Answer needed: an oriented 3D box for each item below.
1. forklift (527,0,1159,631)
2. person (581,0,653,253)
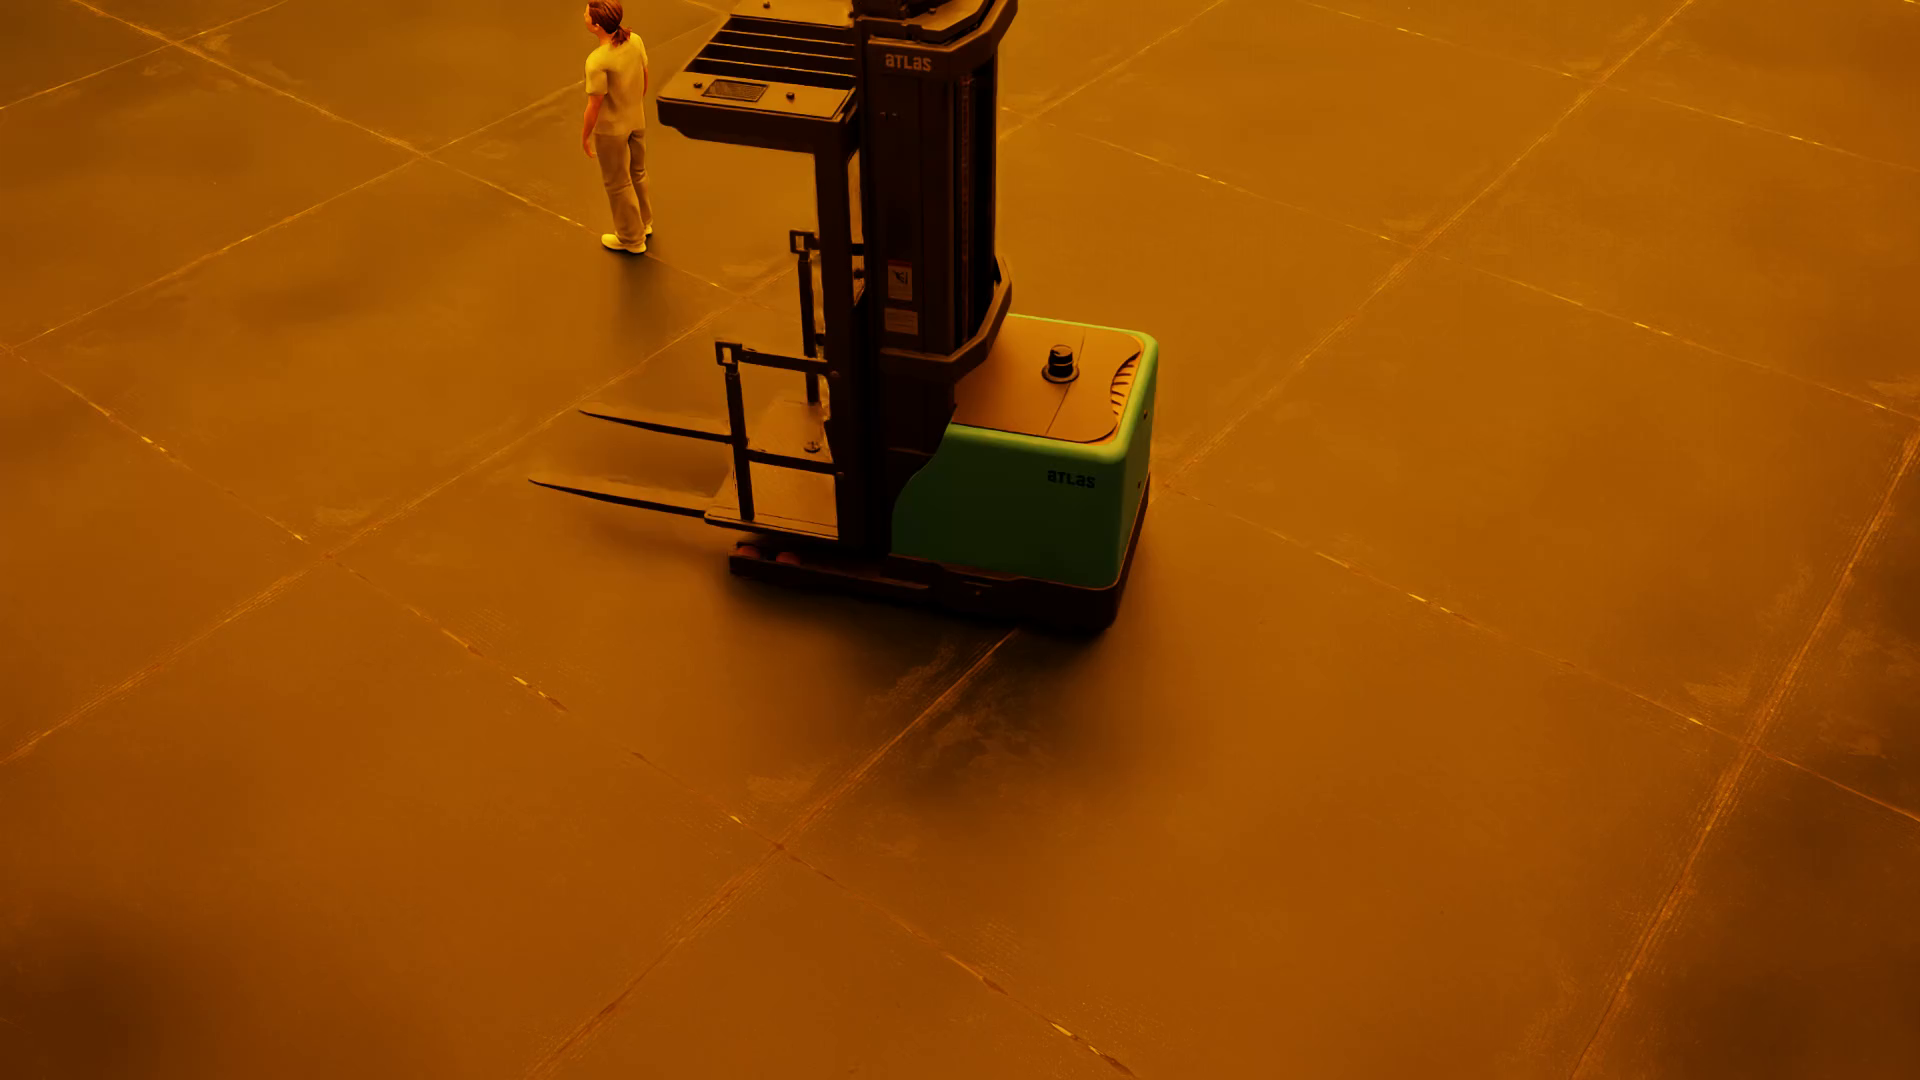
[{"bbox_3d":[-0.627,-1.213,7.496,3.031,2.935,1.130,10,41,11],"label":"forklift"},{"bbox_3d":[-2.093,-2.492,9.954,0.549,1.674,0.548,22,45,24],"label":"person"}]
